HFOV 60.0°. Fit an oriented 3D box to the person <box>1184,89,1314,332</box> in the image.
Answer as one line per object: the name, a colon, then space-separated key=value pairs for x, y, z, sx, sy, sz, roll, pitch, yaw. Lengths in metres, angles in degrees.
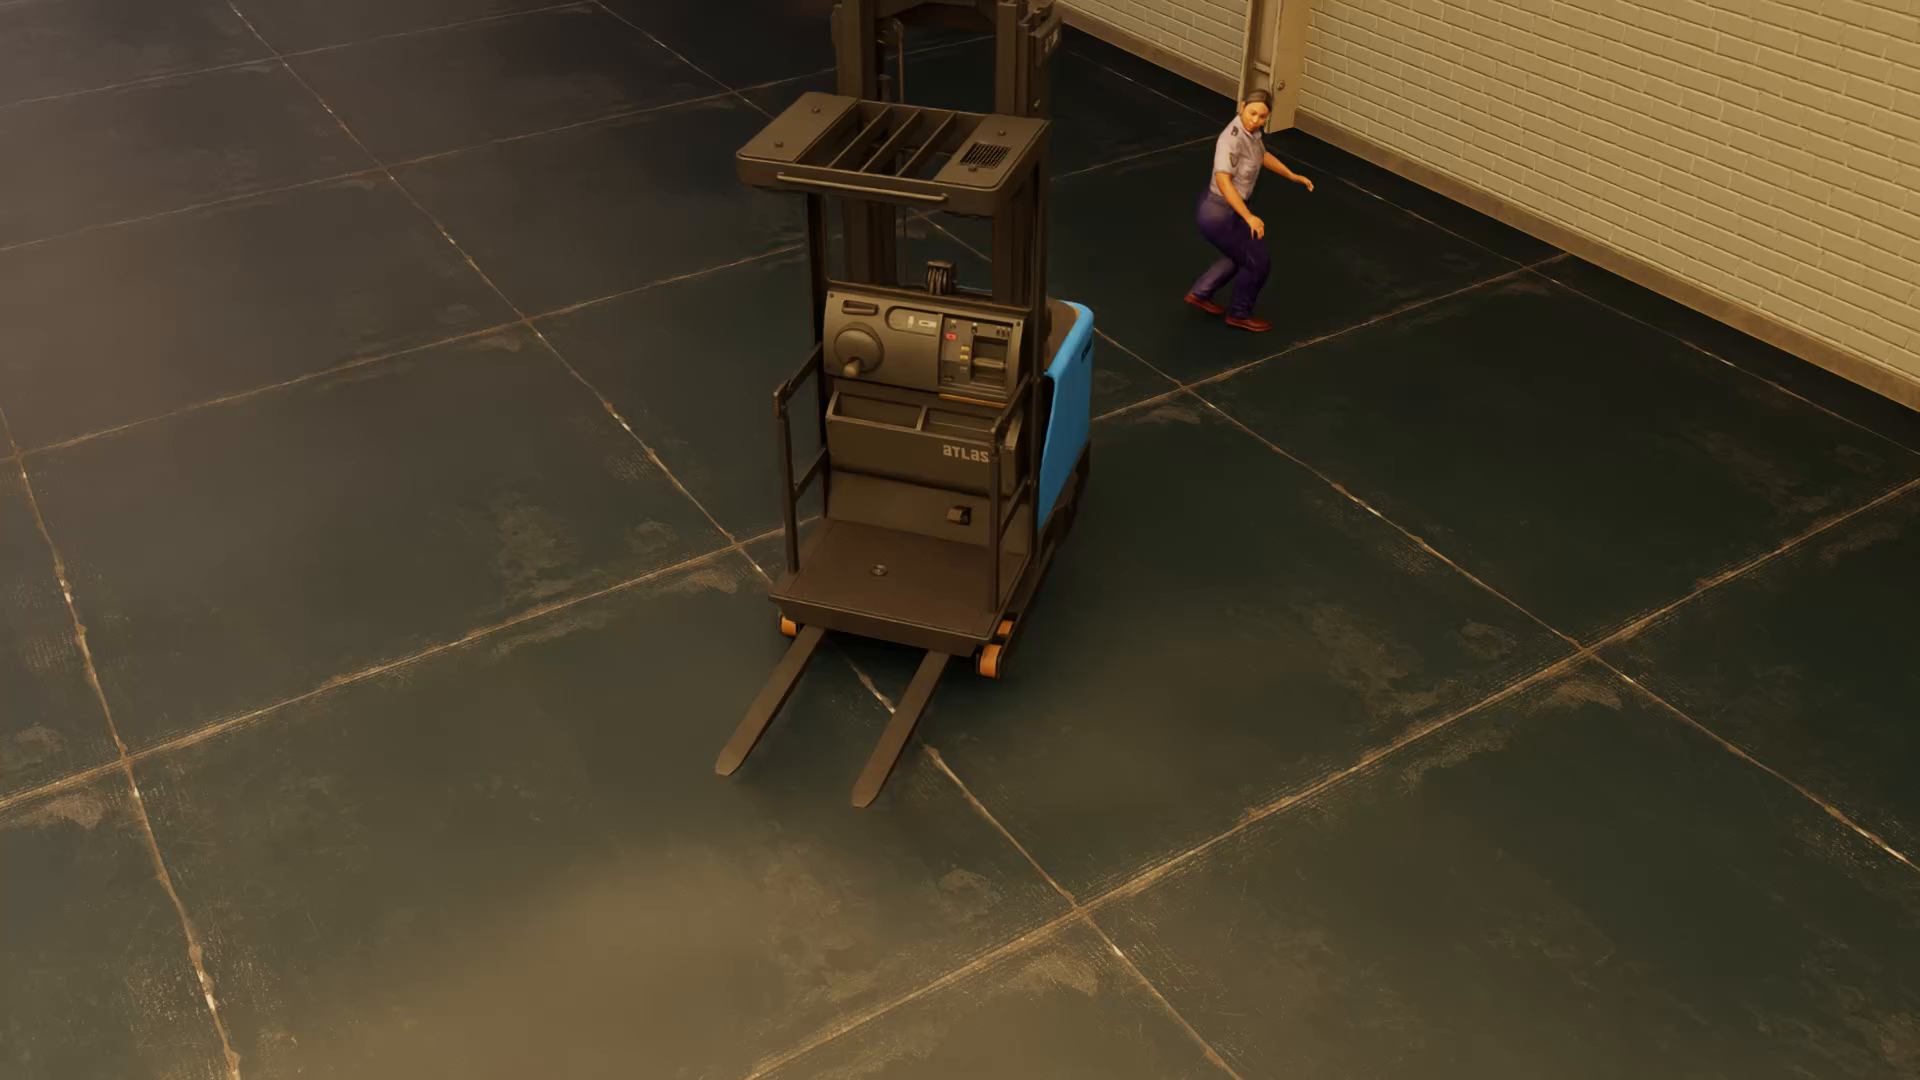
person: x=1.795 y=-1.999 z=10.206 sx=0.732 sy=1.539 sz=0.779 roll=4 pitch=35 yaw=6

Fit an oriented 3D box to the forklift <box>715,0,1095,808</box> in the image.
forklift: x=-0.234 y=-0.814 z=7.307 sx=1.130 sy=2.935 sz=3.031 roll=11 pitch=36 yaw=15
